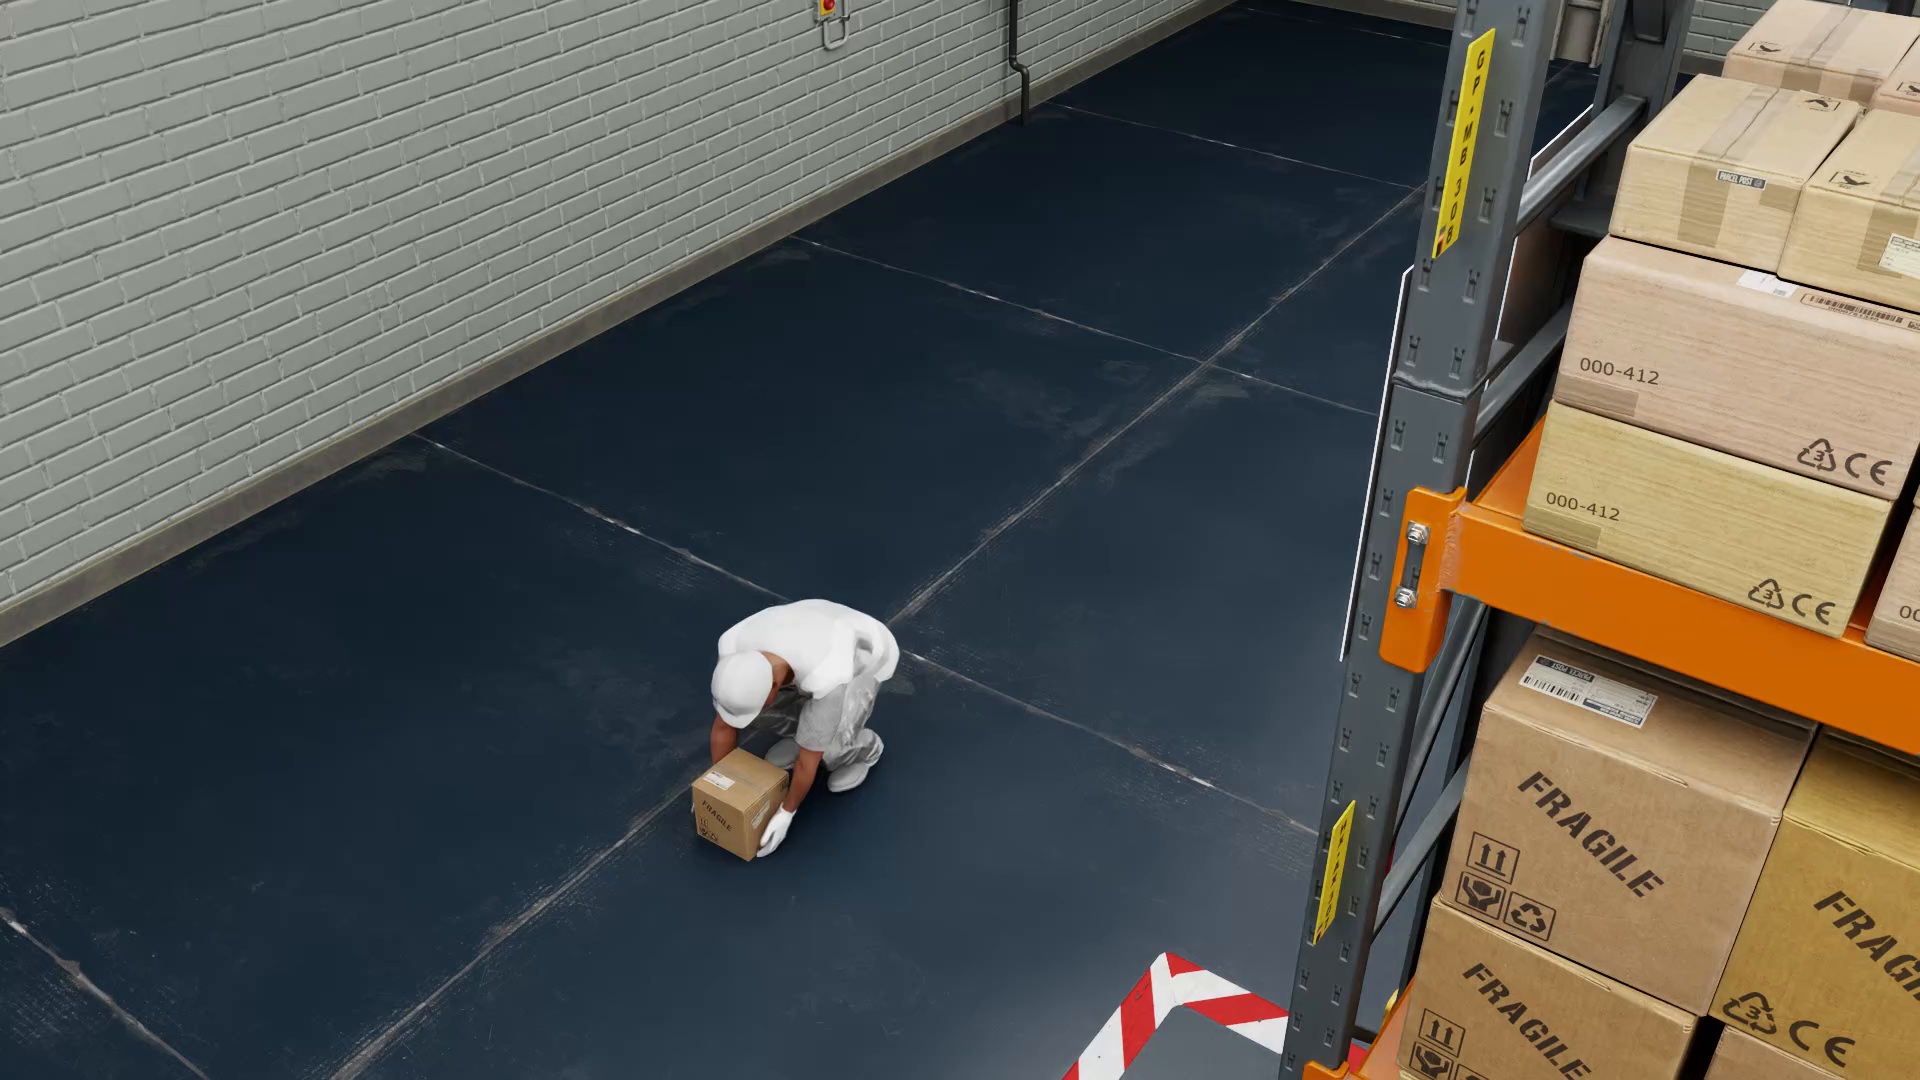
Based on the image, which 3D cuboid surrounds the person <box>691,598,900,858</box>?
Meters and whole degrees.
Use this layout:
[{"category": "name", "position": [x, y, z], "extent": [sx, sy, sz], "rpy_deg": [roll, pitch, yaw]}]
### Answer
[{"category": "person", "position": [-0.577, 0.589, 6.126], "extent": [0.569, 0.884, 0.912], "rpy_deg": [21, 40, 28]}]
